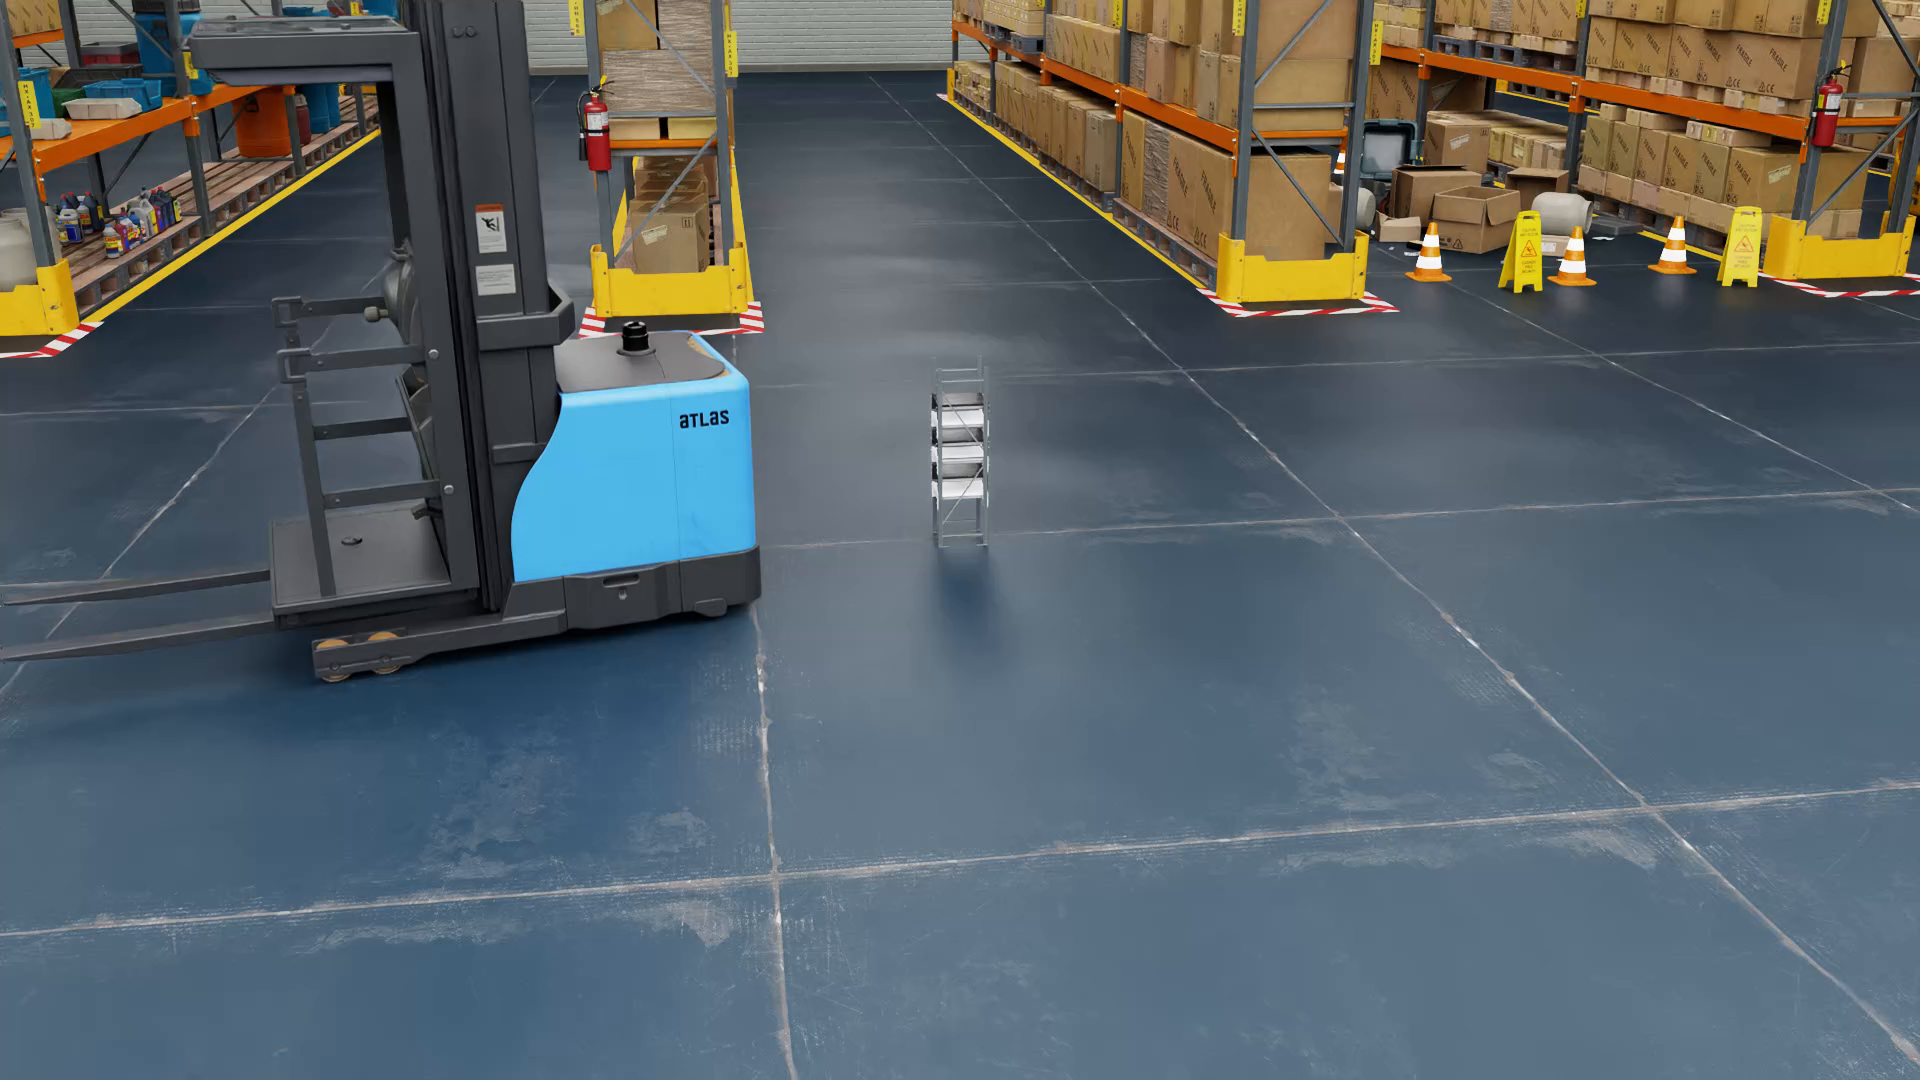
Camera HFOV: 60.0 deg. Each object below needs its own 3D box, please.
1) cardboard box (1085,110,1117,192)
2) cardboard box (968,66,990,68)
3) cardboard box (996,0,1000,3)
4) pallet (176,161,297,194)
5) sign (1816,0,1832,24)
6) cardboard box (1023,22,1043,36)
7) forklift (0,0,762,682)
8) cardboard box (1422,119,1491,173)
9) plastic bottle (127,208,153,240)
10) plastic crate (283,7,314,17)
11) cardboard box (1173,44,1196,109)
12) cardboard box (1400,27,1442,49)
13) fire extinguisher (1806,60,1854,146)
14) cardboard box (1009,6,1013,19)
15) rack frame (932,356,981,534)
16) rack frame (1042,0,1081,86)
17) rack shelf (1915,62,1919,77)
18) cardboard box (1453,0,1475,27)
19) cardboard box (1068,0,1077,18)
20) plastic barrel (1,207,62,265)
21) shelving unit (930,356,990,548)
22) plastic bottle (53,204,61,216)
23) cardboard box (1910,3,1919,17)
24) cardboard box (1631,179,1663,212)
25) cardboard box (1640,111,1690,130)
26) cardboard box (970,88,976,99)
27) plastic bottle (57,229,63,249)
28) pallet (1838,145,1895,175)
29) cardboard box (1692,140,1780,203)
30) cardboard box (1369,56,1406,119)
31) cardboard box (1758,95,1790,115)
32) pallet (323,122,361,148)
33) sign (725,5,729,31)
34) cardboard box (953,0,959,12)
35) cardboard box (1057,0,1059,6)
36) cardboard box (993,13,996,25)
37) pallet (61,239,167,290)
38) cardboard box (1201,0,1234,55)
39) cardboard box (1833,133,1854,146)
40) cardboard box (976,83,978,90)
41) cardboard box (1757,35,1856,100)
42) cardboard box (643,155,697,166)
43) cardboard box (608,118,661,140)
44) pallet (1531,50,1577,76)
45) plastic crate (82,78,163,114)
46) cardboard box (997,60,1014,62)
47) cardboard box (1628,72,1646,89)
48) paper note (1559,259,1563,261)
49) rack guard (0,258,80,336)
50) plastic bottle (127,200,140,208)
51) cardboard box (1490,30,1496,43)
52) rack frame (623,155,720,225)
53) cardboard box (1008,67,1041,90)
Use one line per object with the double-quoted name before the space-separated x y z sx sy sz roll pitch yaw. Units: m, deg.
"cardboard box" 1.923 -4.134 17.612 1.050 0.750 0.750 -3 21 -8
"cardboard box" 0.327 -7.516 26.675 0.380 0.149 0.250 -2 21 -6
"cardboard box" 0.701 -7.388 22.619 0.380 0.149 0.250 -3 21 -8
"pallet" -8.226 -4.124 18.956 1.003 0.211 1.213 -3 21 -8
"sign" 7.009 -4.350 13.469 0.100 0.325 0.005 -3 21 -8
"cardboard box" 0.998 -6.392 20.803 0.380 0.149 0.250 -3 21 -7
"forklift" -2.447 -1.013 6.738 3.031 2.935 1.130 -8 22 -21
"cardboard box" 5.228 -4.149 17.528 0.500 0.500 0.500 -3 21 -8
"plastic bottle" -7.251 -2.803 14.697 0.152 0.276 0.135 -3 21 -7
"plastic crate" -9.281 -7.251 23.279 0.392 0.384 0.575 -3 21 -8
"cardboard box" 2.405 -4.163 14.861 0.875 0.550 0.500 -3 21 -8
"cardboard box" 6.078 -6.542 21.659 0.500 0.250 0.500 -4 21 -10
"fire extinguisher" 7.122 -3.581 13.628 0.296 0.674 0.183 -3 21 -8
"cardboard box" 0.853 -6.888 21.706 0.380 0.149 0.250 -3 21 -8
"rack frame" -0.016 -0.460 8.160 0.240 0.900 0.006 -3 21 -8
"rack frame" 1.524 -6.166 20.437 1.000 3.000 0.127 -3 21 -8
"rack shelf" 11.608 -5.672 20.145 1.077 0.370 4.000 -3 21 -8
"cardboard box" 6.326 -6.486 20.125 0.500 0.500 0.500 -2 21 -5
"cardboard box" 1.654 -6.350 19.358 0.700 0.500 0.500 -3 21 -9
"plastic barrel" -7.389 -2.360 13.202 0.421 0.512 0.421 0 20 0
"shelving unit" -0.001 -0.424 8.066 0.258 0.900 0.210 -3 21 -8
"plastic bottle" -8.007 -2.824 14.744 0.061 0.283 0.133 -2 21 -5
"cardboard box" 11.414 -6.216 19.501 0.380 0.149 0.250 -3 21 -7
"cardboard box" 6.970 -3.388 16.330 0.500 0.250 0.500 -3 21 -8
"cardboard box" 6.879 -4.094 16.221 0.380 0.149 0.250 -2 21 -5
"cardboard box" 0.366 -7.064 26.317 0.380 0.149 0.250 -3 21 -8
"plastic bottle" -7.753 -2.589 14.232 0.097 0.201 0.097 0 20 0
"pallet" 11.572 -4.687 20.464 1.003 0.211 1.213 -3 21 -8
"cardboard box" 7.109 -3.385 15.250 0.500 0.500 0.500 -2 21 -6
"cardboard box" 6.266 -6.204 22.976 0.875 0.875 0.875 -3 21 -7
"cardboard box" 7.150 -3.764 14.365 0.380 0.149 0.250 -3 21 -8
"pallet" -8.806 -5.510 22.667 1.003 0.211 1.213 -3 21 -8
"sign" -2.286 -5.001 16.082 0.100 0.325 0.005 -3 21 -8
"cardboard box" 0.163 -8.952 27.330 0.500 0.500 0.500 -2 21 -5
"cardboard box" 1.458 -7.148 21.976 0.380 0.149 0.250 -2 21 -6
"cardboard box" 0.663 -7.201 22.967 0.380 0.149 0.250 -3 21 -7
"pallet" -7.488 -2.351 14.210 1.003 0.211 1.213 -3 21 -8
"cardboard box" 2.492 -4.288 13.652 0.875 0.550 0.550 -3 21 -8
"cardboard box" 11.498 -5.344 21.030 0.875 0.625 0.625 -2 21 -6
"cardboard box" 0.467 -7.102 25.993 0.380 0.149 0.250 -4 21 -10
"cardboard box" 7.211 -4.041 14.179 0.500 0.500 0.500 -3 21 -9
"cardboard box" -2.804 -3.451 16.140 0.500 0.500 0.500 -4 21 -9
"cardboard box" -2.490 -3.151 12.725 0.380 0.149 0.250 -3 21 -8
"pallet" 7.019 -5.247 18.253 1.003 0.211 1.213 -3 21 -8
"plastic crate" -7.295 -3.877 14.521 0.499 0.251 0.616 -3 21 -8
"cardboard box" 0.698 -7.905 27.718 0.380 0.149 0.250 -3 21 -7
"cardboard box" 6.870 -4.560 16.496 0.380 0.149 0.250 -2 21 -6
"paper note" 5.455 -2.516 14.910 0.148 0.019 0.142 -11 23 -26
"rack guard" -7.204 -1.784 12.277 1.175 0.500 0.348 -3 21 -8
"plastic bottle" -7.460 -2.955 15.104 0.152 0.276 0.135 -3 21 -8
"cardboard box" 6.483 -5.939 19.589 0.380 0.149 0.250 -2 21 -6
"rack frame" -2.822 -4.565 16.153 1.000 3.000 0.127 -3 21 -8
"cardboard box" 0.941 -6.297 22.690 0.500 0.250 0.500 -2 21 -6
